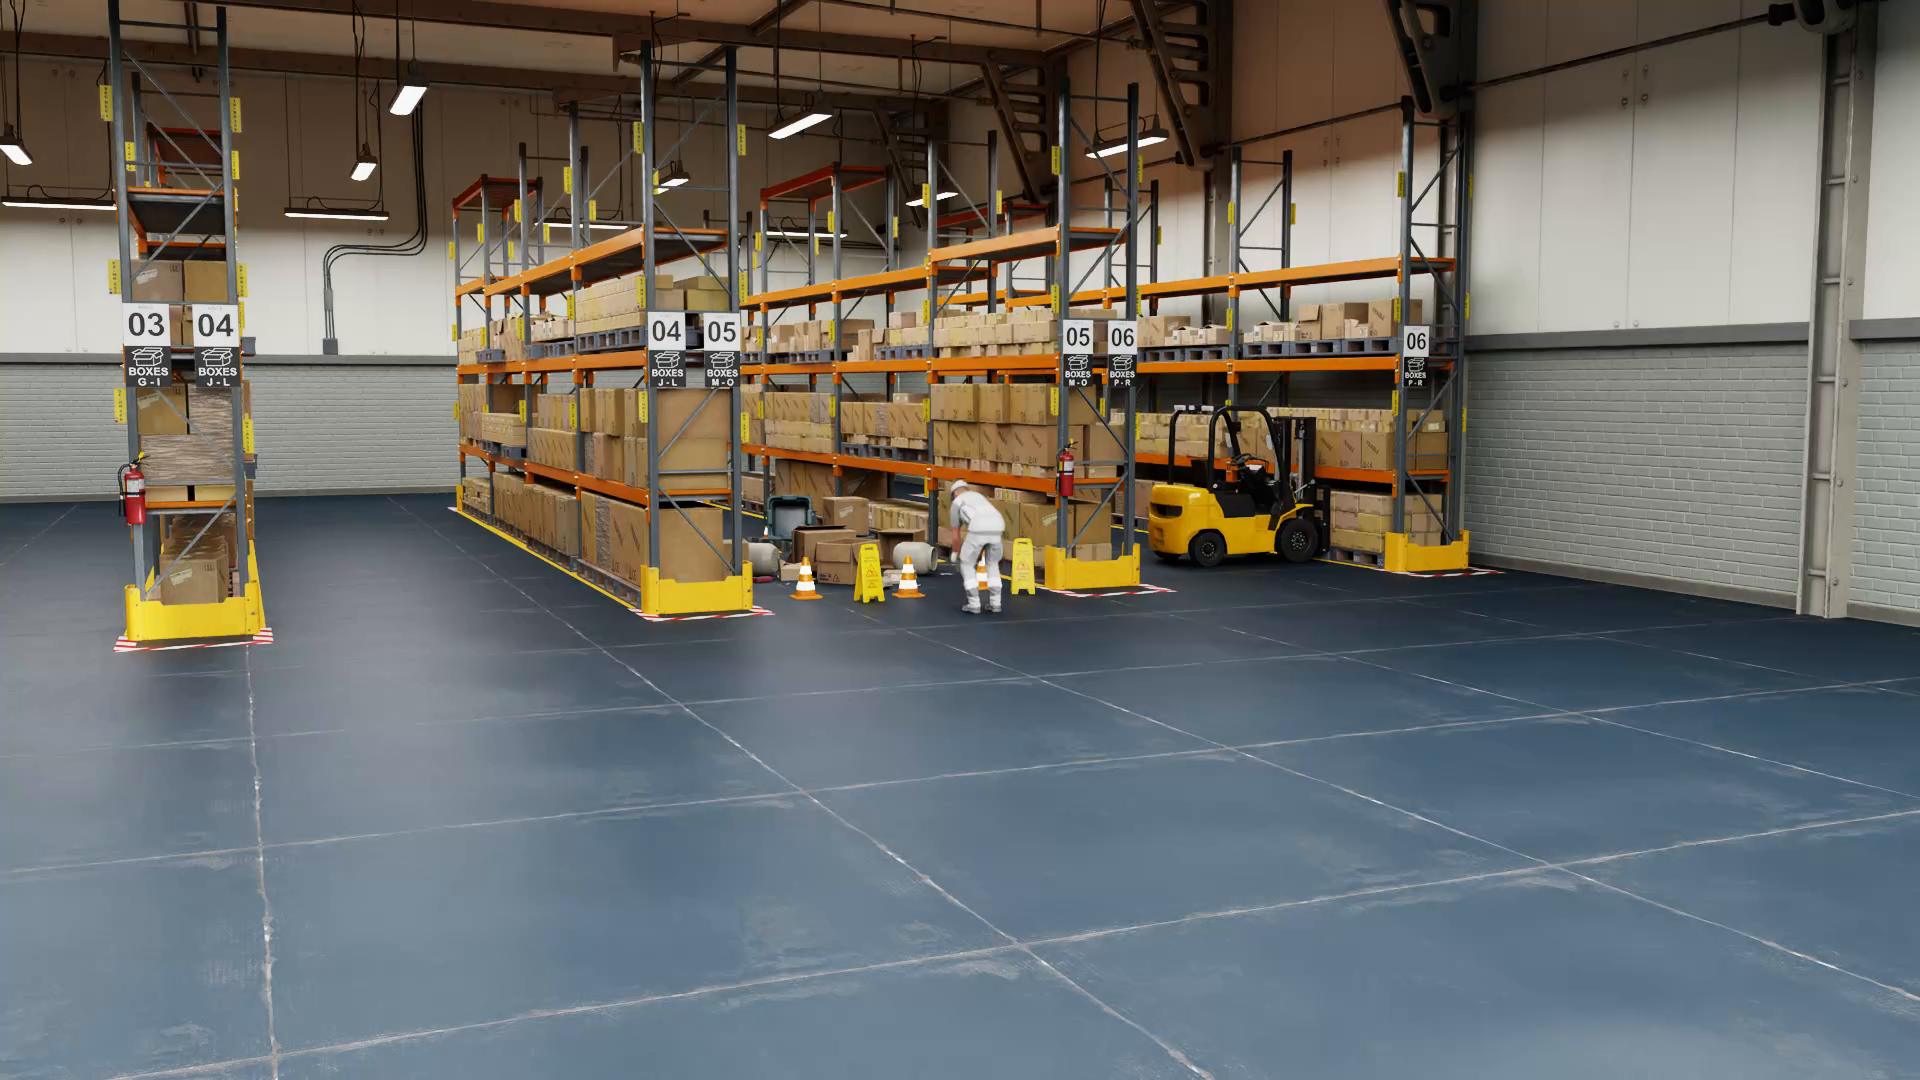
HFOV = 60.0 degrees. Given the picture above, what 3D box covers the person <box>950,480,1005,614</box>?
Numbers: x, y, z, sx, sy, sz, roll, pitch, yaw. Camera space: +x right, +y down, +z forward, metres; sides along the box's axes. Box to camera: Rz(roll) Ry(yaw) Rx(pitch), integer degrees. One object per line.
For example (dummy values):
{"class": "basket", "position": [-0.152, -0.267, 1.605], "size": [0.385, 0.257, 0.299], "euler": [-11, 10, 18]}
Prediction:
{"class": "person", "position": [0.155, 0.061, 18.033], "size": [0.498, 1.392, 0.888], "euler": [-3, 6, -25]}
